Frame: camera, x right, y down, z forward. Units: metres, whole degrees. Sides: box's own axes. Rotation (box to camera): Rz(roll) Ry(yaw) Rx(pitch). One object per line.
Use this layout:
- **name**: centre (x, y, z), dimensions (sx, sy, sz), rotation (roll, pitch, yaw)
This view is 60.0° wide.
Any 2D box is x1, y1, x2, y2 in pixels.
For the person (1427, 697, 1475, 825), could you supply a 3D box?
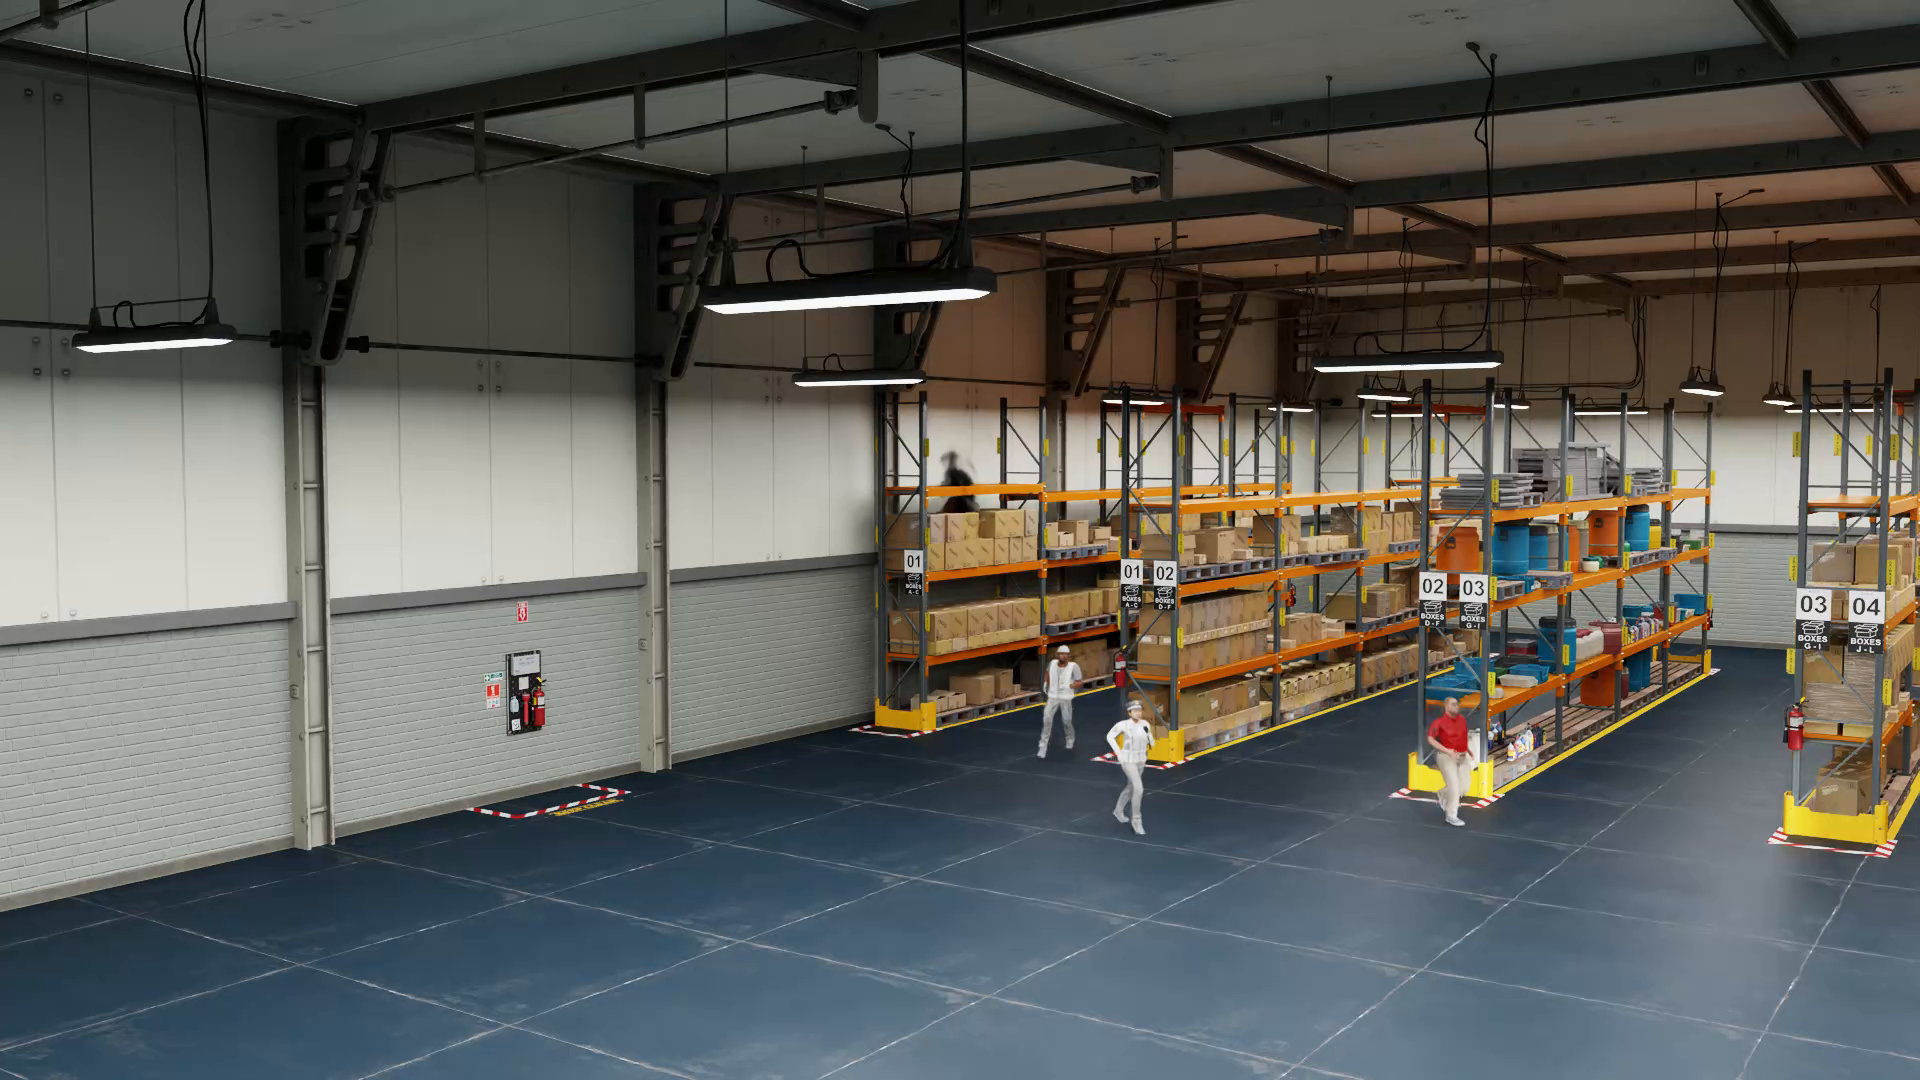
- **person**: centre (6.528, 2.927, 22.199), dimensions (0.684, 1.683, 0.626), rotation (-1, 3, -24)

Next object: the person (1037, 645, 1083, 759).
- **person**: centre (1.658, 2.606, 27.101), dimensions (0.690, 1.799, 0.957), rotation (1, 3, 18)

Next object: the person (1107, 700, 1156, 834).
- **person**: centre (2.289, 2.957, 21.841), dimensions (0.581, 1.761, 0.731), rotation (-2, 4, -32)
